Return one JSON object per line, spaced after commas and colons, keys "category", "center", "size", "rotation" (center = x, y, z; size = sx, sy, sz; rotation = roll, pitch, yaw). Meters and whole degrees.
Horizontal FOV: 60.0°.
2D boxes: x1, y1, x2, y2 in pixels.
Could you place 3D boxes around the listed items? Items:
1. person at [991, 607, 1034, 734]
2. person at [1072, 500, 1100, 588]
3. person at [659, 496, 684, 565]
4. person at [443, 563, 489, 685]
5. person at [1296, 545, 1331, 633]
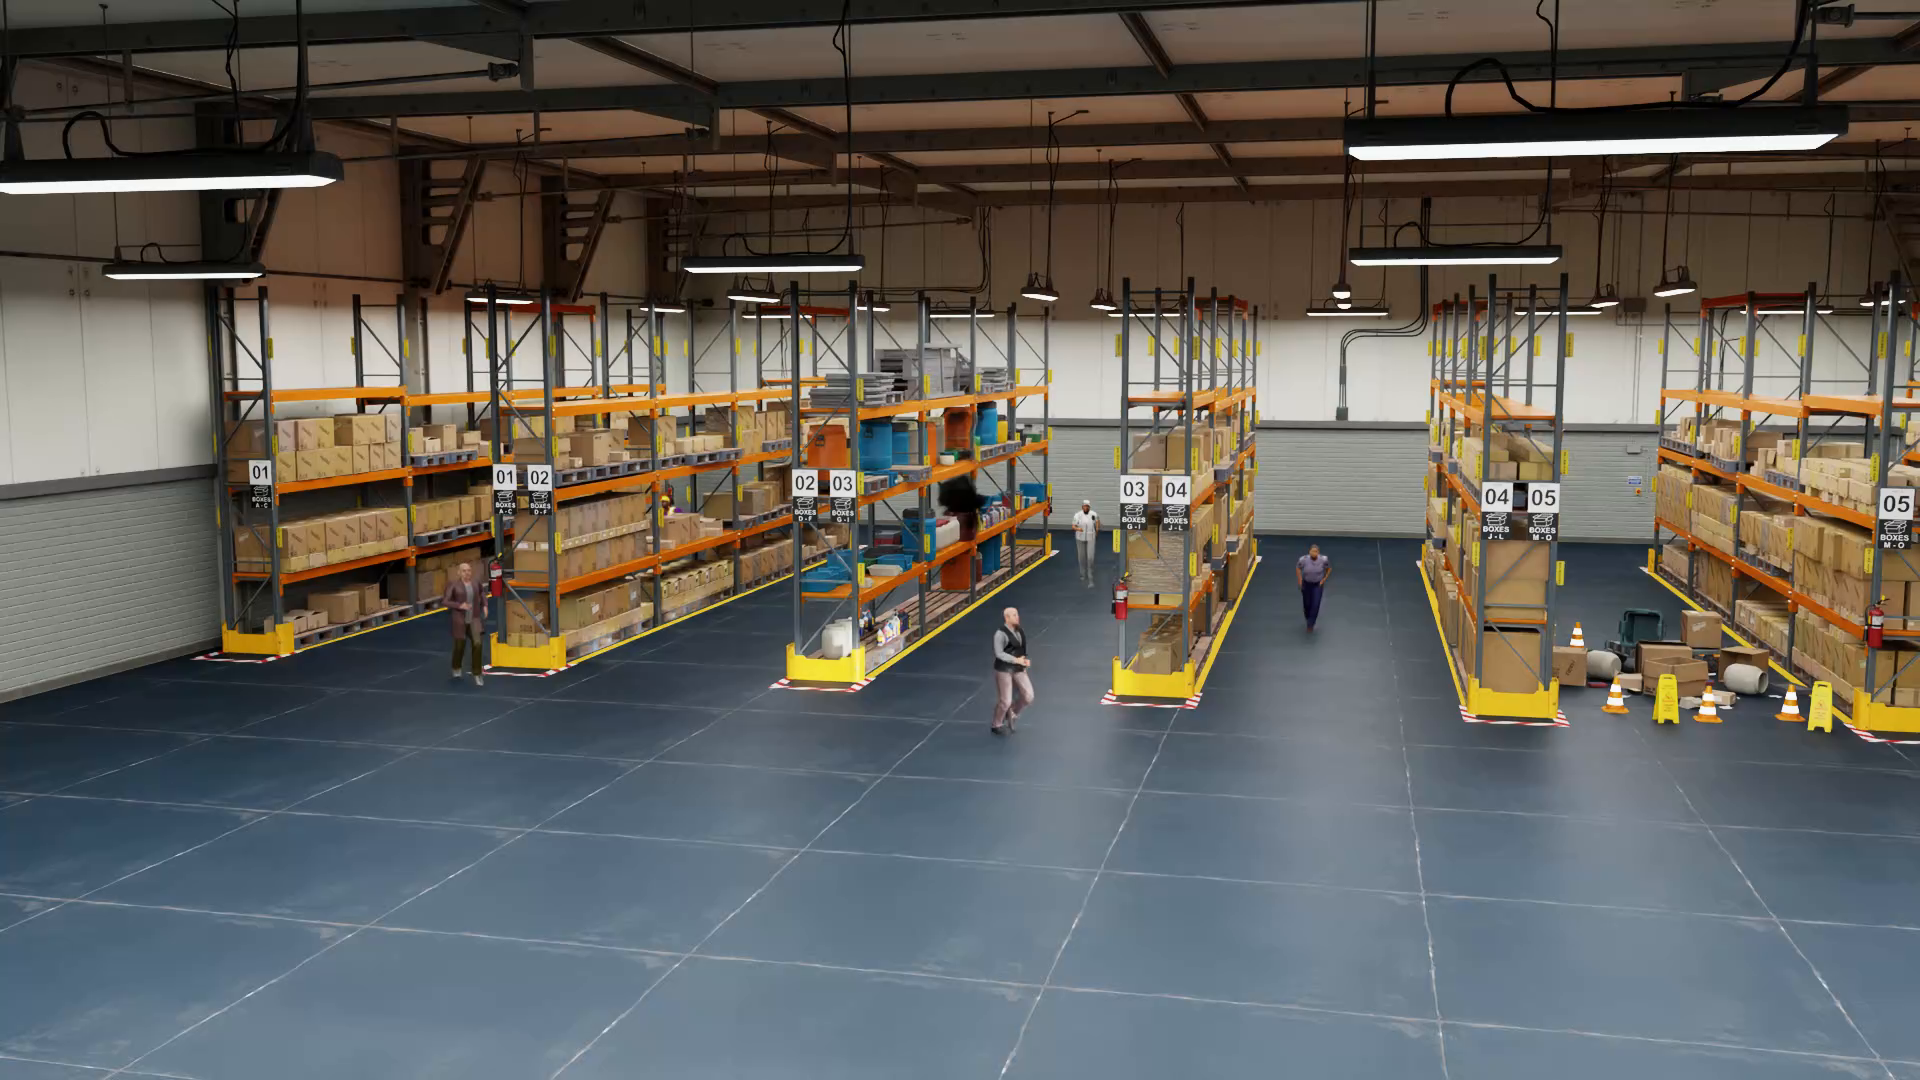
{"category": "person", "center": [0.686, 1.697, 21.448], "size": [0.632, 1.678, 0.719], "rotation": [-6, 9, -44]}
{"category": "person", "center": [2.535, 0.066, 33.656], "size": [0.536, 1.772, 0.755], "rotation": [1, 7, 7]}
{"category": "person", "center": [-6.509, -0.134, 37.110], "size": [0.720, 1.714, 0.801], "rotation": [2, 7, 15]}
{"category": "person", "center": [-7.423, 1.264, 25.010], "size": [0.739, 1.865, 0.850], "rotation": [-5, 8, -35]}
{"category": "person", "center": [6.292, 0.849, 29.653], "size": [0.606, 1.599, 0.823], "rotation": [1, 7, 6]}
